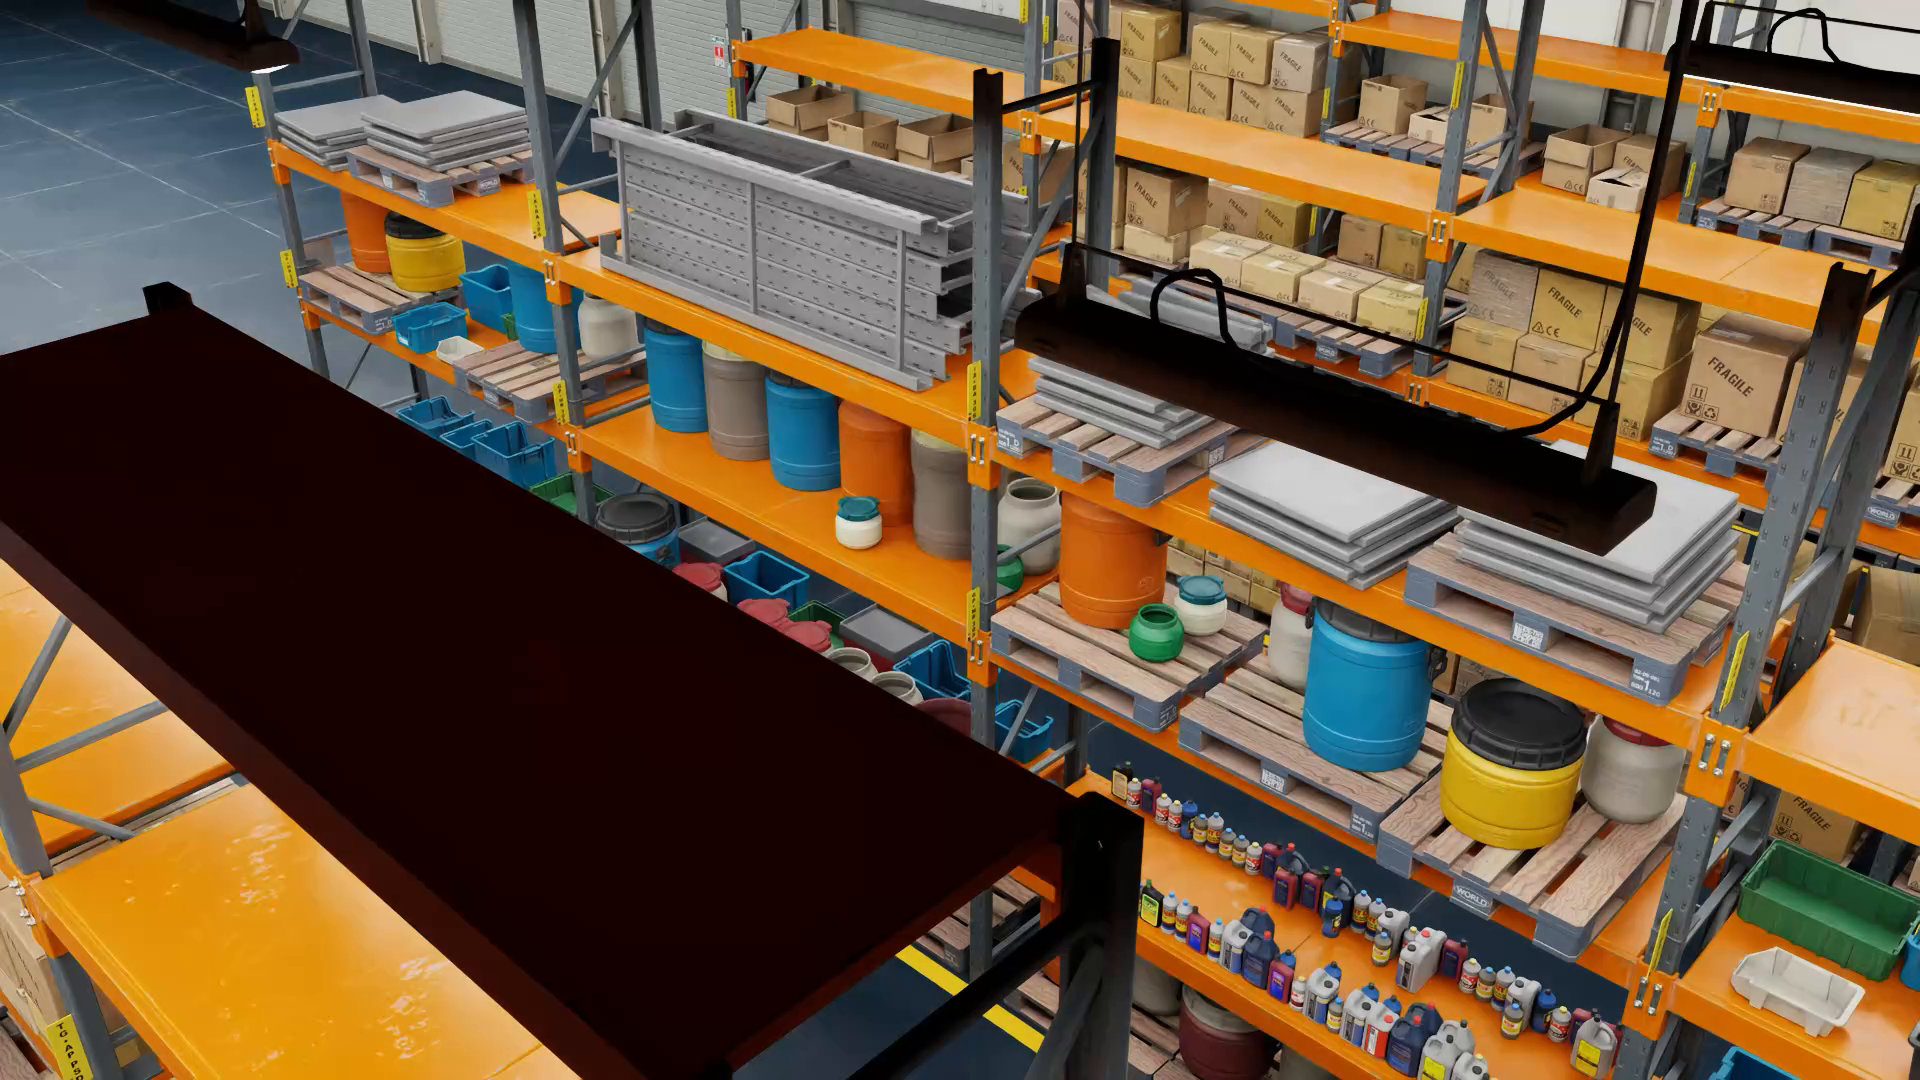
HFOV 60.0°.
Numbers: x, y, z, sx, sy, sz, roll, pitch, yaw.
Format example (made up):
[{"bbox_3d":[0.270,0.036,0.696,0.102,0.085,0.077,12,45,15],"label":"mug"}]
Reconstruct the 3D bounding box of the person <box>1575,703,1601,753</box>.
[{"bbox_3d":[4.139,1.695,11.427,1.065,1.739,0.531,18,34,29],"label":"person"}]
